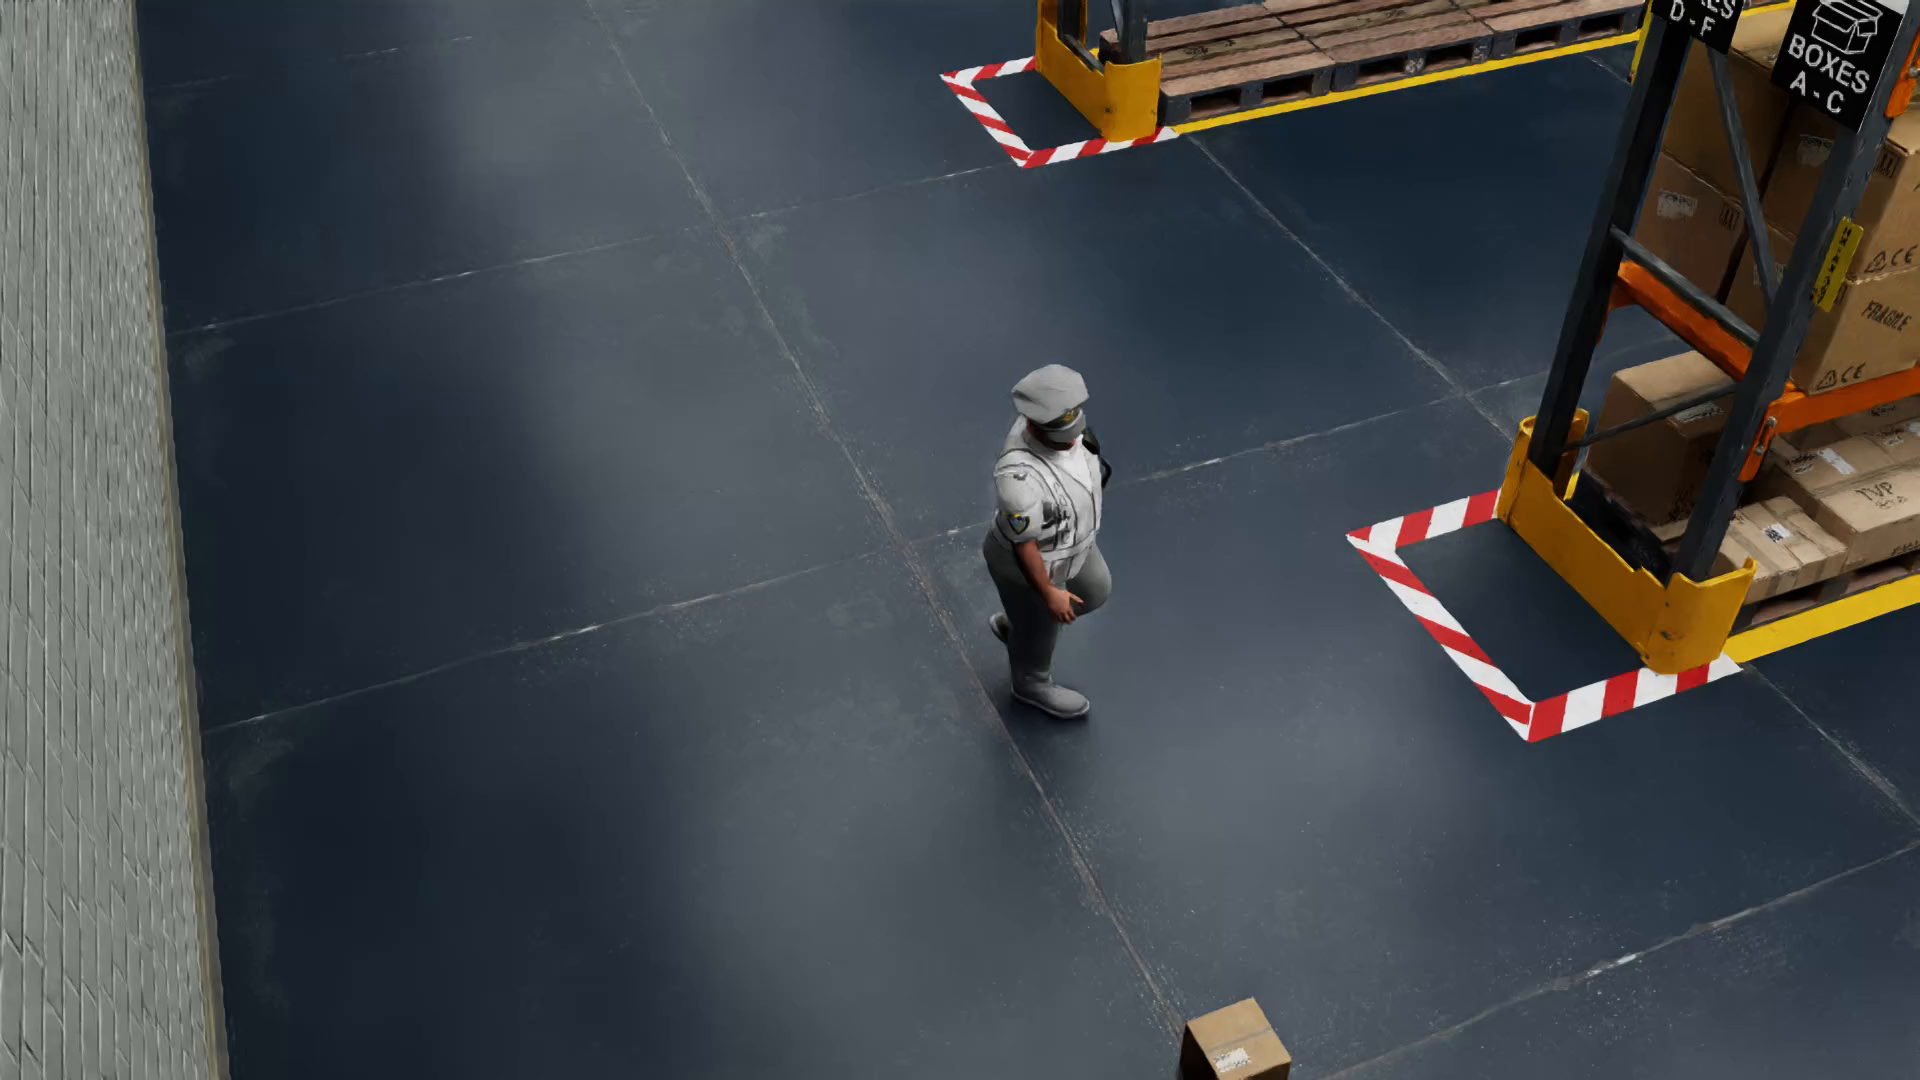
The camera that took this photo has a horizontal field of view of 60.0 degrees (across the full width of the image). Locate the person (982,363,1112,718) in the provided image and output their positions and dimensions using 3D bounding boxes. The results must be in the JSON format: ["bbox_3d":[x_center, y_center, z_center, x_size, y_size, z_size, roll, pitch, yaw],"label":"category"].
[{"bbox_3d":[0.279,0.030,6.124,0.490,1.728,0.608,14,43,16],"label":"person"}]
